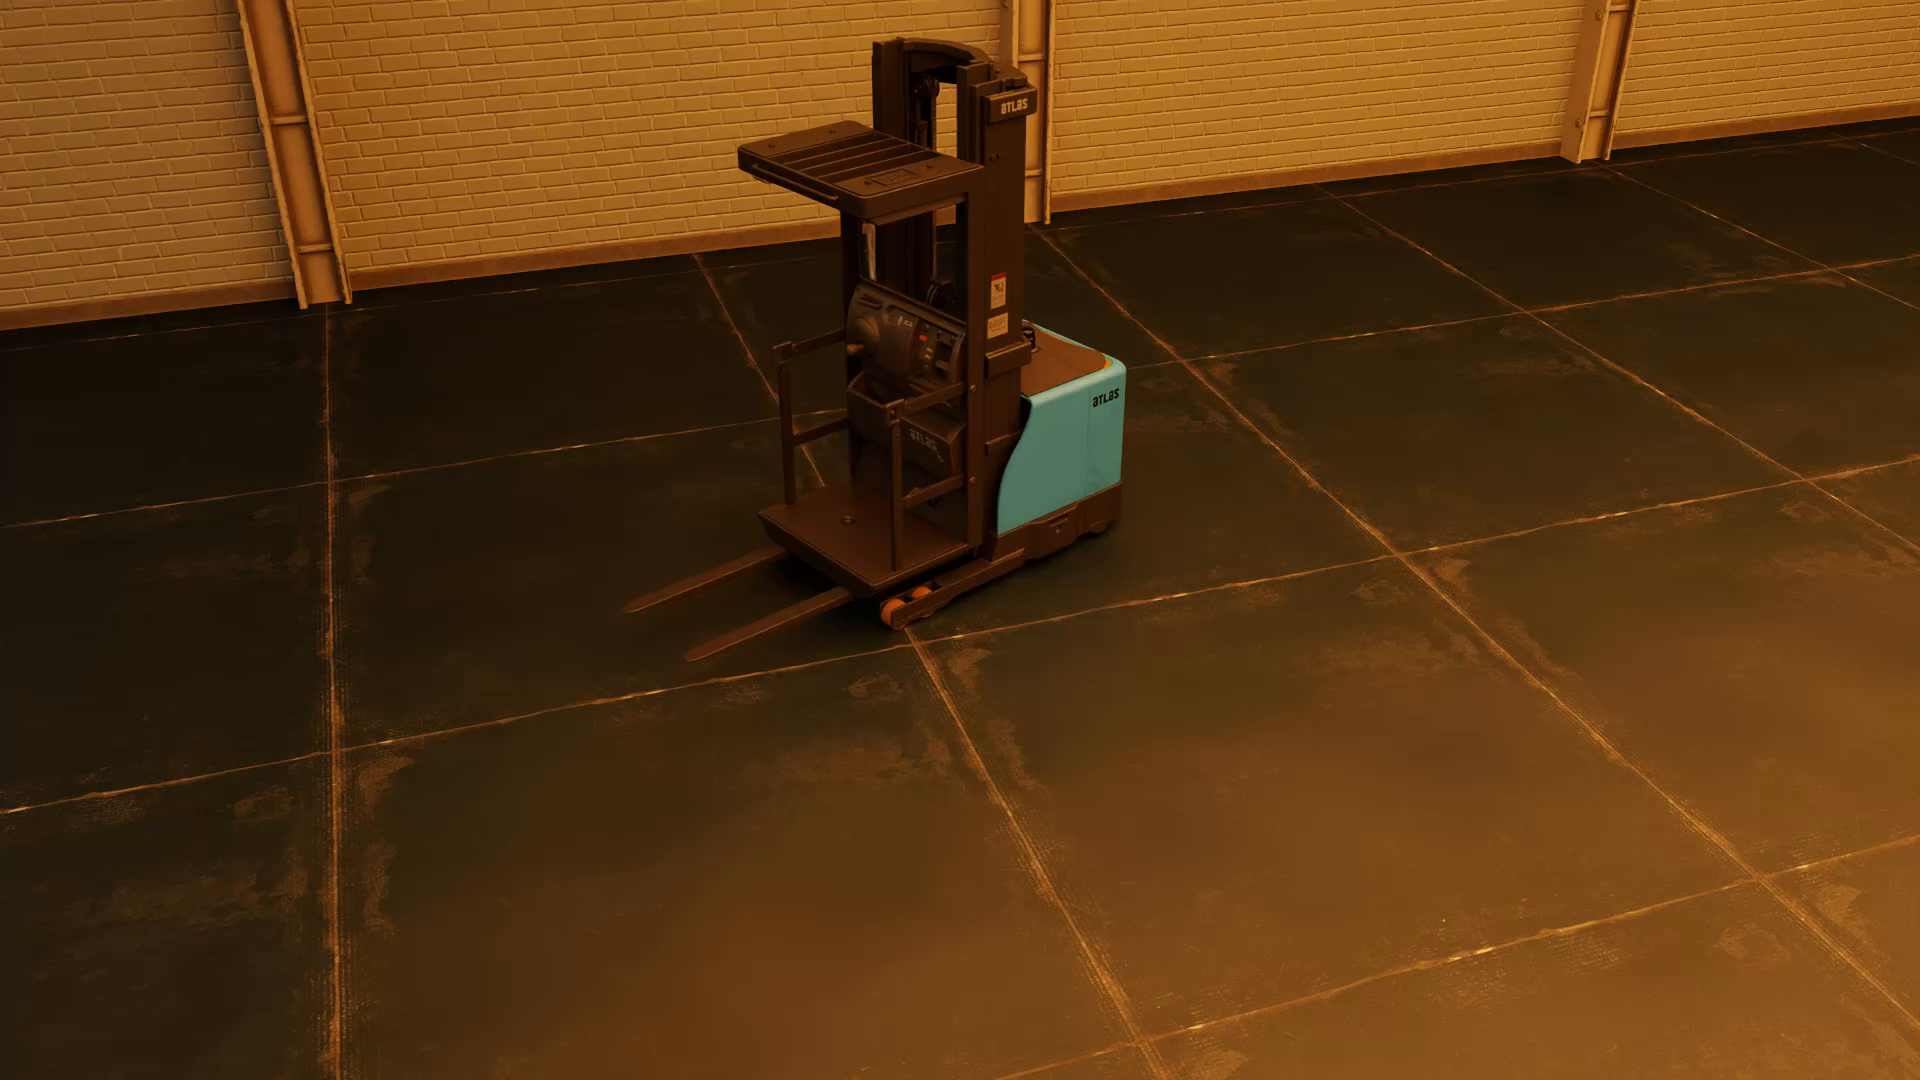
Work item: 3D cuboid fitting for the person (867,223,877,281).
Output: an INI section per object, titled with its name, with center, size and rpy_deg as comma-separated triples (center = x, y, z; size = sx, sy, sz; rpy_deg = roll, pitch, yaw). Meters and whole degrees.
[person]
center = -0.460, -1.673, 11.240
size = 0.488, 1.692, 0.923
rpy_deg = 0, 30, 0

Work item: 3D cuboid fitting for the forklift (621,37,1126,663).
[forklift]
center = -0.461, -1.072, 8.951
size = 3.031, 2.935, 1.130
rpy_deg = -23, 37, -34
